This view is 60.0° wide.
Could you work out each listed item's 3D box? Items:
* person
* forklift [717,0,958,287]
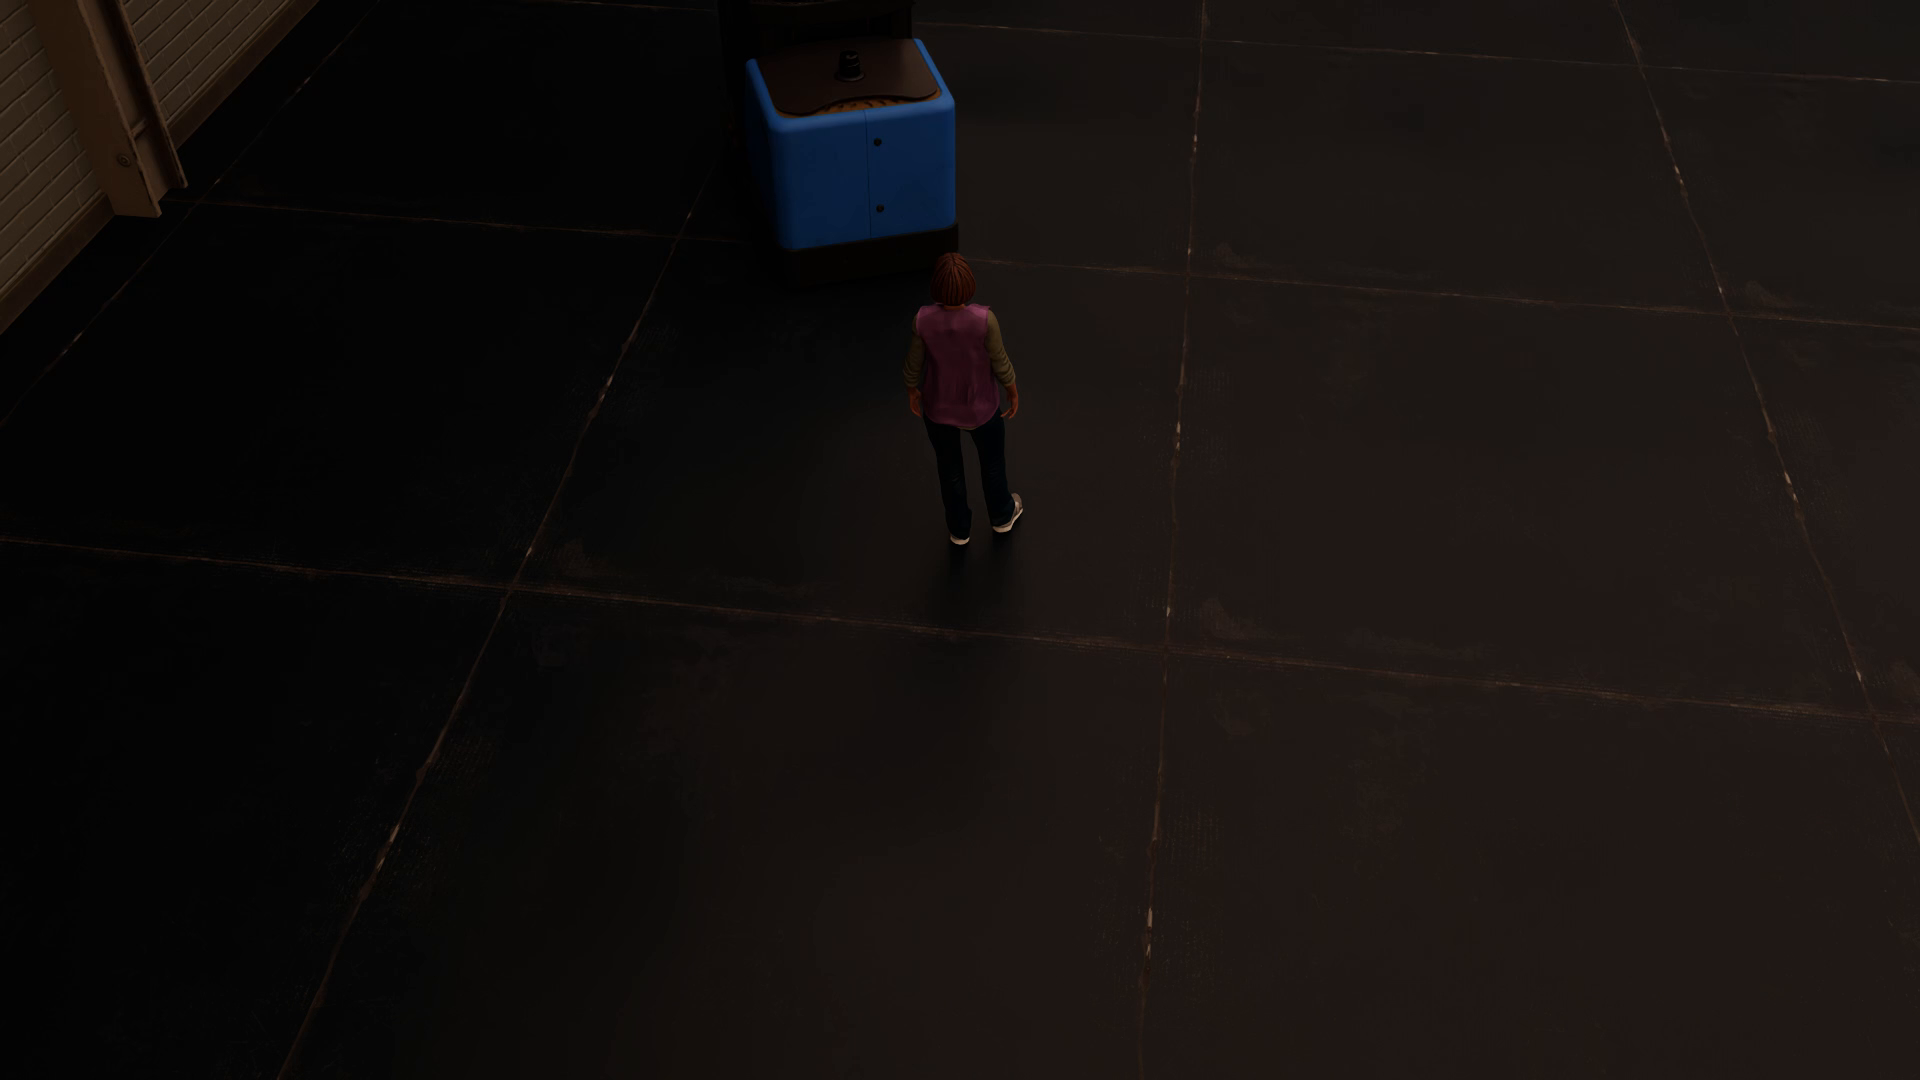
[{"bbox_3d":[0.023,-0.642,7.399,0.521,1.599,0.473,5,43,6],"label":"person"},{"bbox_3d":[-0.887,-3.507,9.542,1.130,2.935,3.031,-10,44,-11],"label":"forklift"}]
